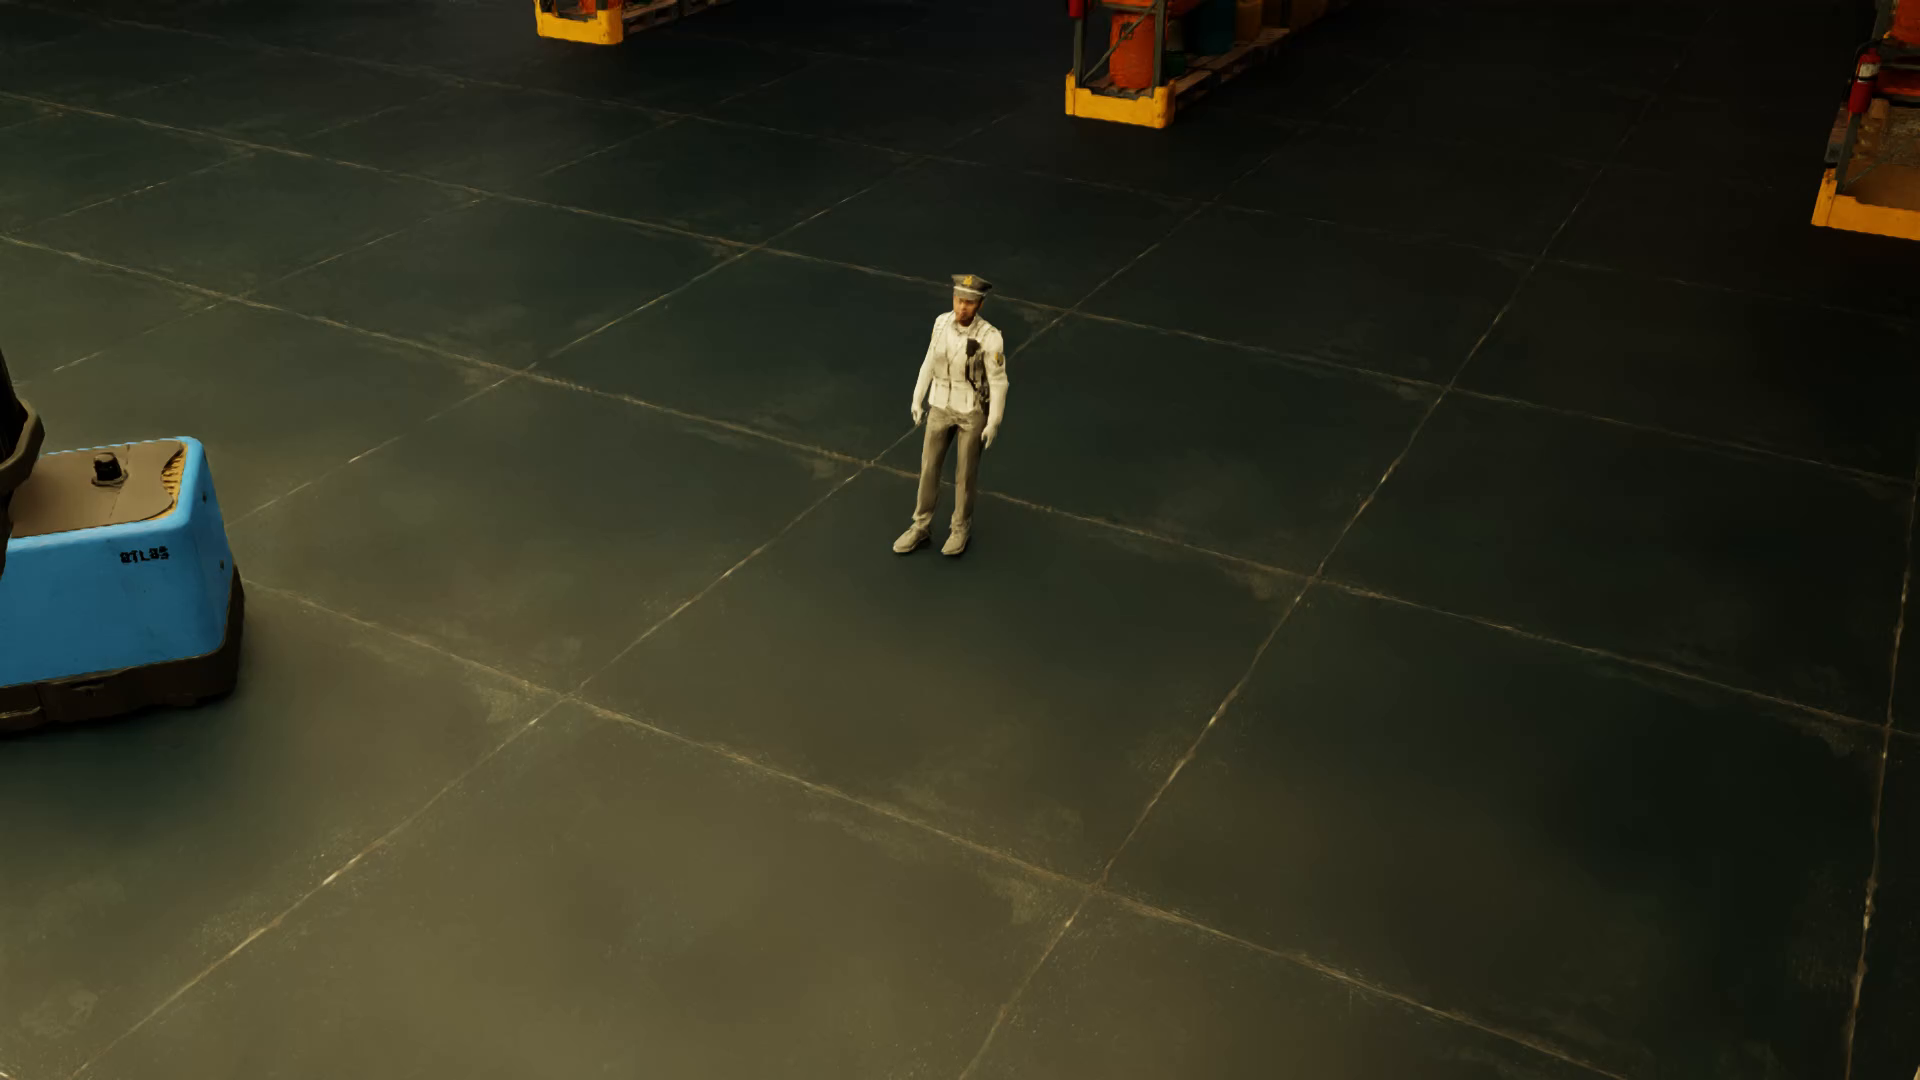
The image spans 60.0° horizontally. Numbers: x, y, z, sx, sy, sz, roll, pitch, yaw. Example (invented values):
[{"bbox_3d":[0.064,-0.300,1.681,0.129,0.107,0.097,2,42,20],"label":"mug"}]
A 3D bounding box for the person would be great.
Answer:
[{"bbox_3d":[-0.039,-0.713,9.527,0.586,1.695,0.532,15,33,25],"label":"person"}]

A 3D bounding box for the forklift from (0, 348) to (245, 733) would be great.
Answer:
[{"bbox_3d":[-5.319,-0.455,7.859,3.031,2.935,1.130,-9,31,-15],"label":"forklift"}]
